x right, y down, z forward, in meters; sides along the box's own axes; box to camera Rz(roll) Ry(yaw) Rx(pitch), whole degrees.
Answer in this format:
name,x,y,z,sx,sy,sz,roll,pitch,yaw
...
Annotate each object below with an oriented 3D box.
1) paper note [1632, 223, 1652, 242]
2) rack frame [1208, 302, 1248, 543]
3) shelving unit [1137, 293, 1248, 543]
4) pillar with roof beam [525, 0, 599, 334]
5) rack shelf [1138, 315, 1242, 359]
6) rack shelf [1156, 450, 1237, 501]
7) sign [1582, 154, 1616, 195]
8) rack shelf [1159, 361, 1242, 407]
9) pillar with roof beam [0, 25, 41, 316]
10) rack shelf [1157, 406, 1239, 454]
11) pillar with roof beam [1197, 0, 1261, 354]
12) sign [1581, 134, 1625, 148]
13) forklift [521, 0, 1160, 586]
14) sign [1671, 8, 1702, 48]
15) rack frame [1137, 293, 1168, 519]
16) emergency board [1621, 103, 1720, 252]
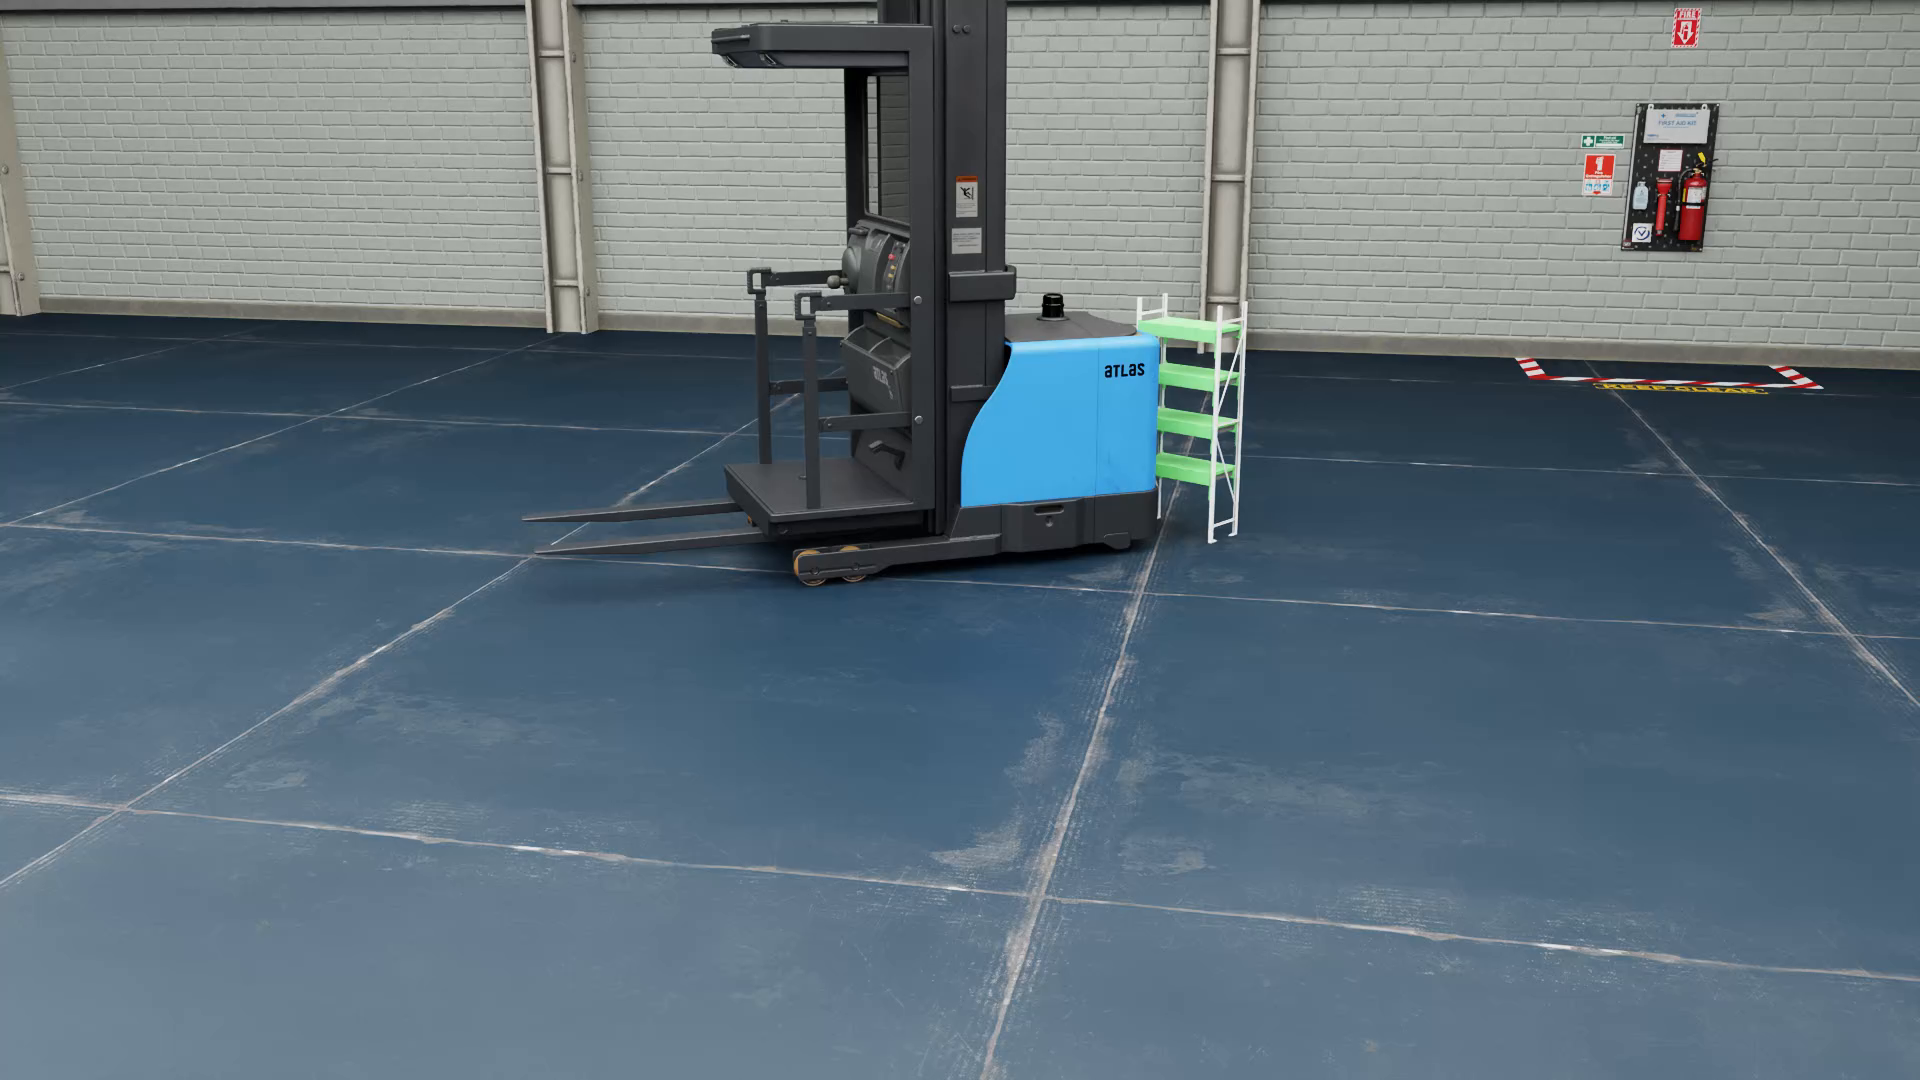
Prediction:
name,x,y,z,sx,sy,sz,roll,pitch,yaw
paper note,5.570,-2.508,13.578,0.142,0.148,0.016,3,16,11
rack frame,1.345,-0.586,8.359,0.015,1.200,0.240,14,21,41
shelving unit,1.166,-0.630,8.519,0.503,1.200,0.258,14,21,41
pillar with roof beam,-4.474,-5.167,10.289,0.400,9.000,9.100,3,16,11
rack shelf,1.166,-1.031,8.408,0.480,0.148,0.258,14,21,41
rack shelf,1.166,-0.337,8.600,0.480,0.148,0.258,14,21,41
sign,5.208,-2.979,13.560,0.234,0.329,0.001,3,16,11
rack shelf,1.166,-0.800,8.472,0.480,0.148,0.258,14,21,41
pillar with roof beam,-10.353,-5.486,11.441,0.400,9.000,9.100,3,16,11
rack shelf,1.166,-0.568,8.536,0.480,0.148,0.258,14,21,41
pillar with roof beam,1.406,-4.848,9.137,0.400,9.000,9.100,3,16,11
sign,5.211,-3.232,13.480,0.331,0.109,0.001,3,16,11
forklift,-0.588,-1.358,7.903,3.031,2.935,1.130,-5,16,-19
sign,5.741,-4.049,13.148,0.199,0.298,0.001,3,16,11
rack frame,0.987,-0.674,8.679,0.015,1.200,0.240,14,21,41
emergency board,5.729,-2.905,13.361,0.643,1.169,0.194,3,16,11
